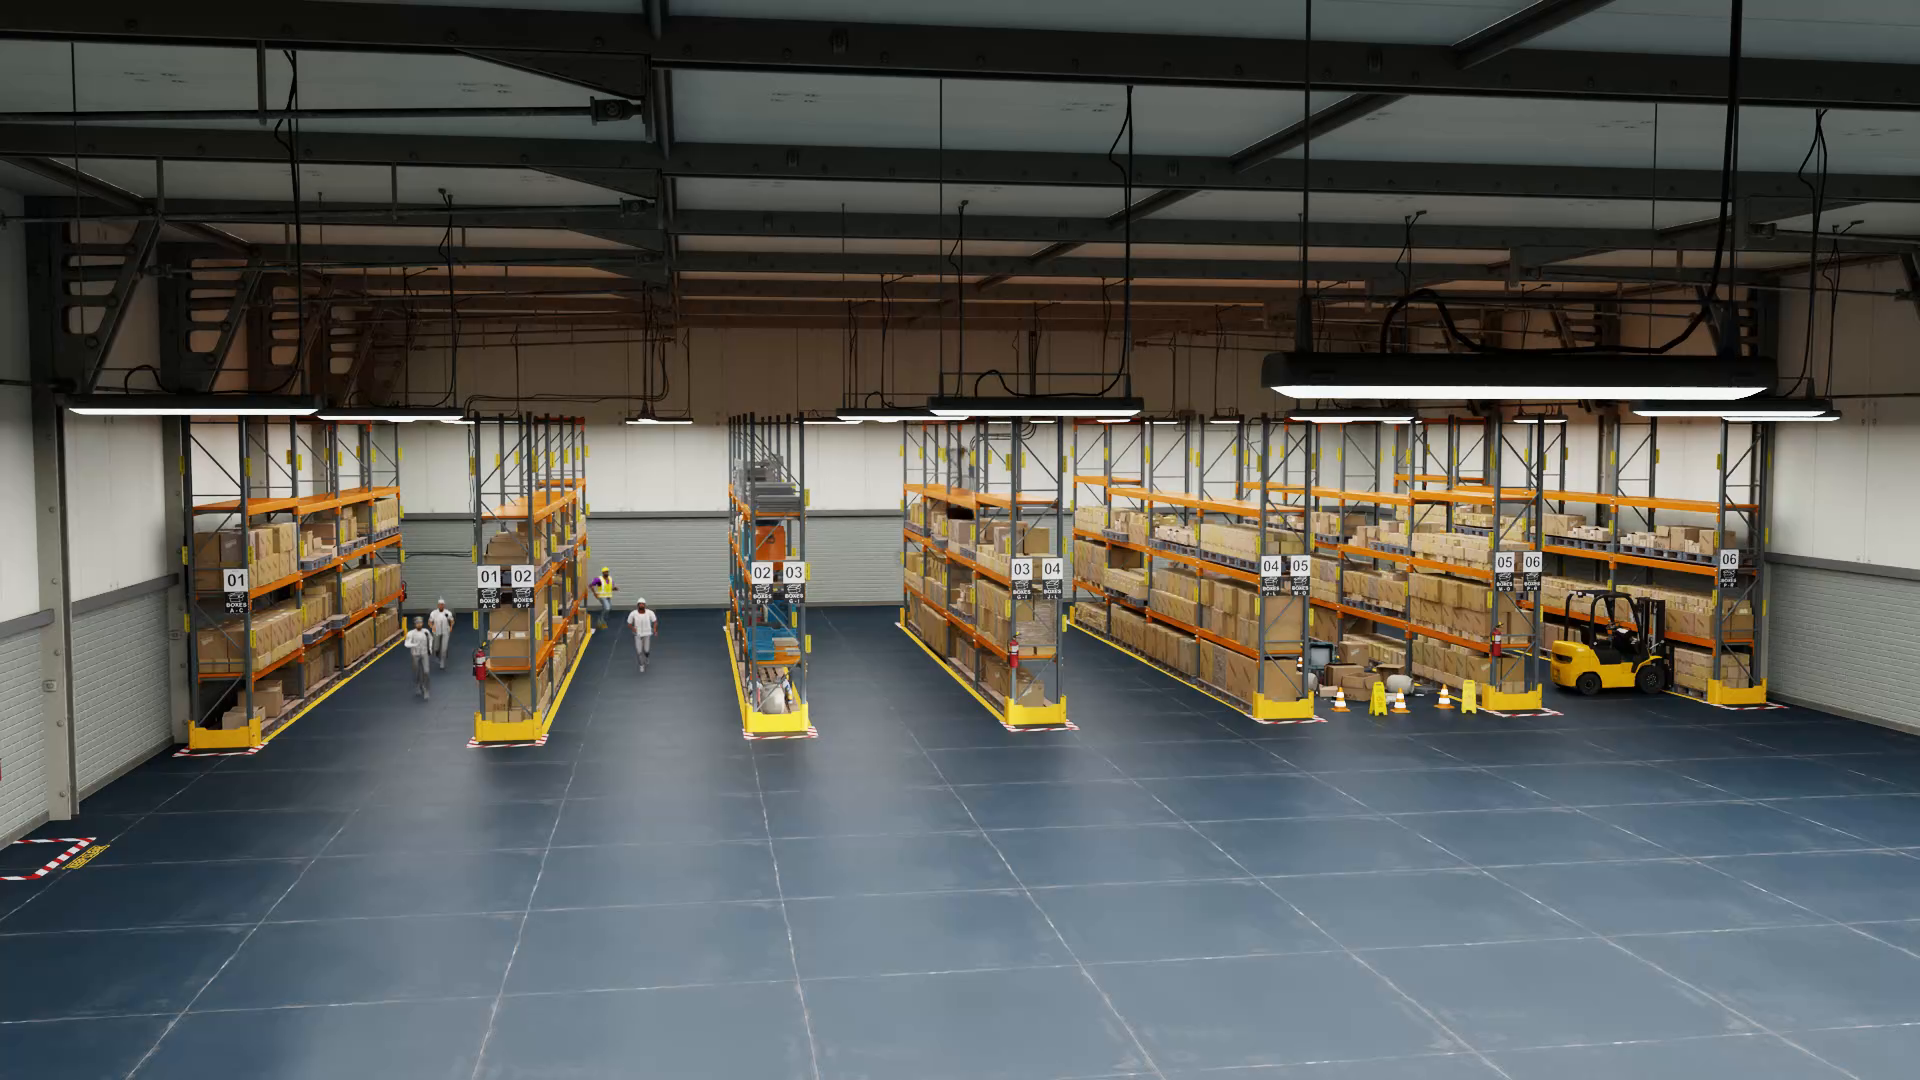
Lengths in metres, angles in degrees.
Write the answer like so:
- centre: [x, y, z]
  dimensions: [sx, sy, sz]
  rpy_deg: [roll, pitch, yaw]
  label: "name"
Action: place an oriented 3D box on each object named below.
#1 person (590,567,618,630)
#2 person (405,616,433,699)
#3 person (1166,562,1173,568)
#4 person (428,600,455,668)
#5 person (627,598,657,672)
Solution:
- centre: [-10.057, 1.664, 47.110]
  dimensions: [0.750, 1.806, 0.691]
  rpy_deg: [3, 5, 36]
  label: "person"
- centre: [-11.456, 2.478, 35.249]
  dimensions: [0.594, 1.741, 0.769]
  rpy_deg: [-2, 4, -23]
  label: "person"
- centre: [6.537, 1.489, 50.450]
  dimensions: [0.755, 1.665, 0.649]
  rpy_deg: [-1, 4, -14]
  label: "person"
- centre: [-12.323, 2.226, 39.544]
  dimensions: [0.595, 1.622, 0.561]
  rpy_deg: [-1, 4, -18]
  label: "person"
- centre: [-7.428, 2.222, 38.880]
  dimensions: [0.700, 1.723, 0.583]
  rpy_deg: [-1, 4, -11]
  label: "person"
